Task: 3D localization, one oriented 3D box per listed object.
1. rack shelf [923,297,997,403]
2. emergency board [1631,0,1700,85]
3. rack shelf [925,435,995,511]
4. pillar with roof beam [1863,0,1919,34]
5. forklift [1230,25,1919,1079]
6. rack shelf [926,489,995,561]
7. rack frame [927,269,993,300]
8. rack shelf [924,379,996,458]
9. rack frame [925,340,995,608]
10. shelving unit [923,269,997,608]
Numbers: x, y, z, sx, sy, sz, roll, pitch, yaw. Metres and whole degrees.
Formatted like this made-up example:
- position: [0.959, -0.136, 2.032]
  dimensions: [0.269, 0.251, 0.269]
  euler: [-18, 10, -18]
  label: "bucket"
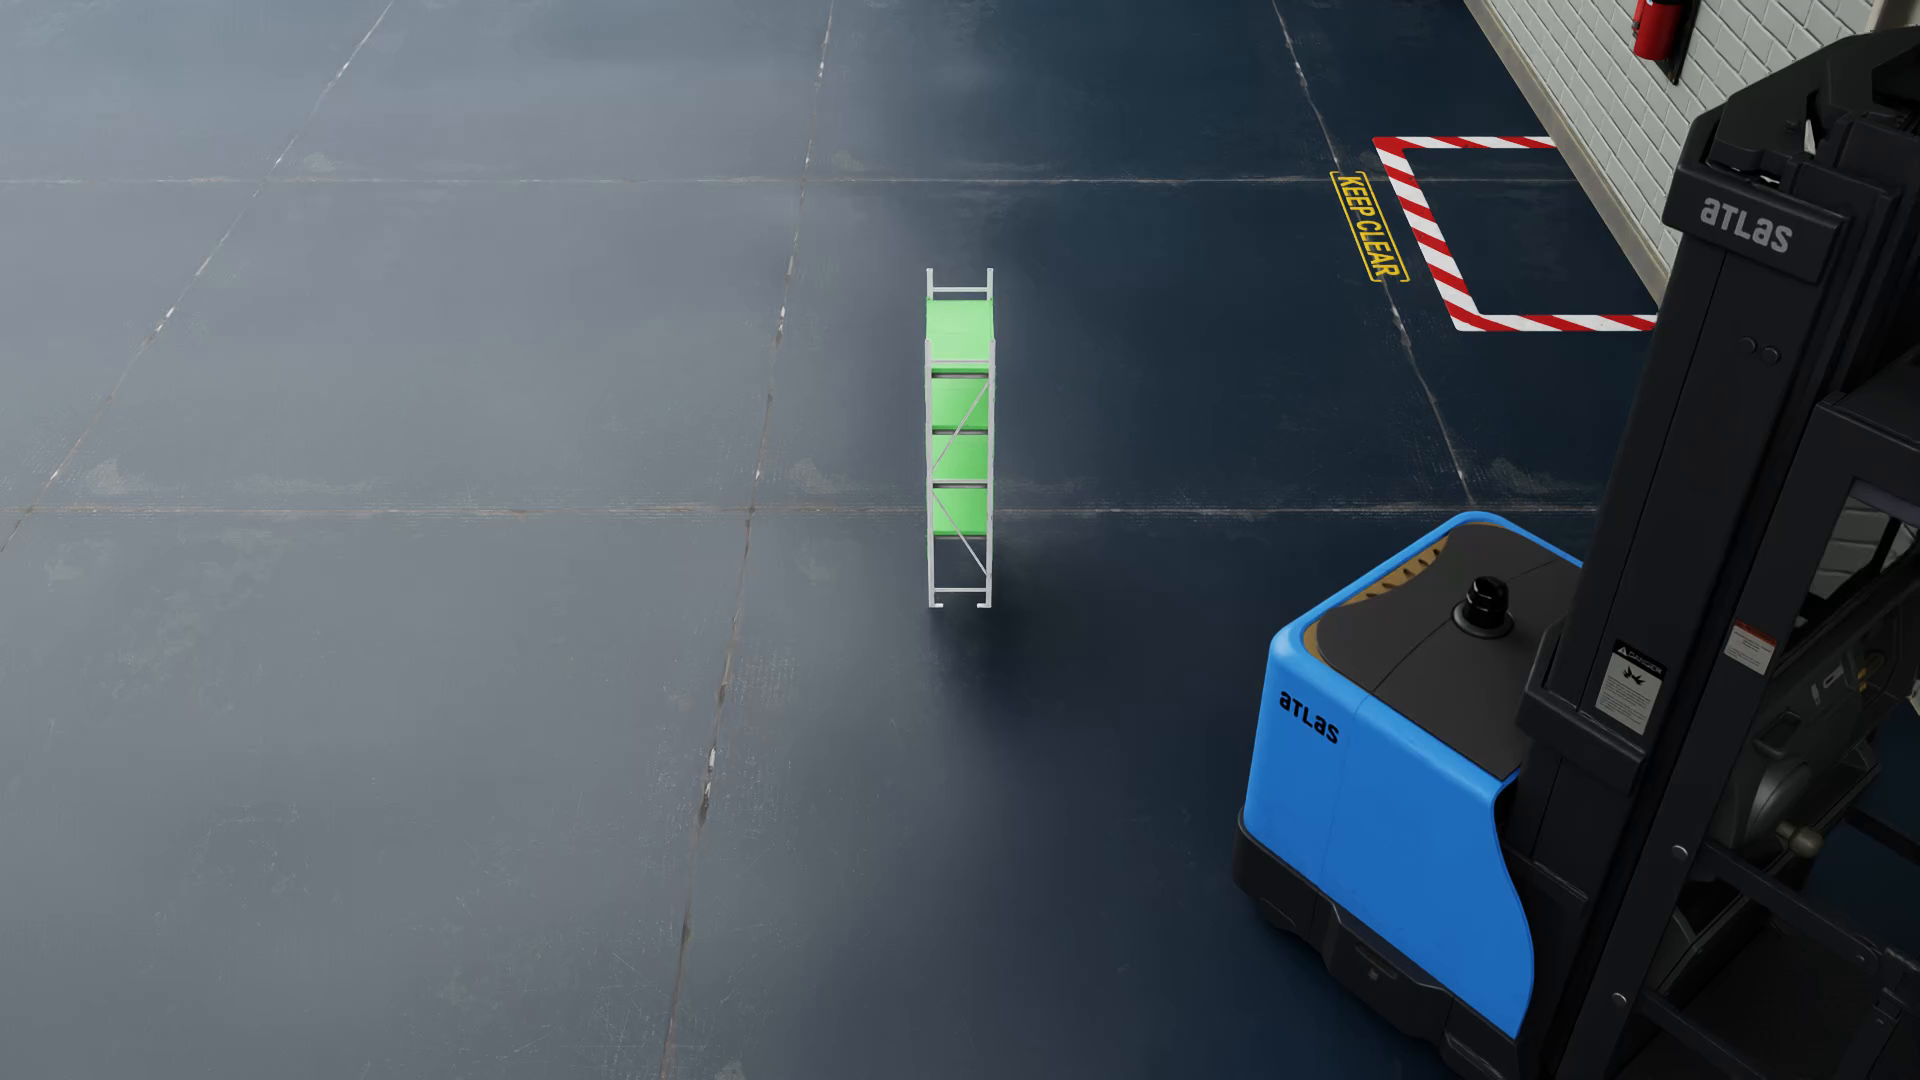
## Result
- position: [0.000, -0.689, 5.985]
  dimensions: [0.258, 0.148, 0.480]
  euler: [0, 39, 0]
  label: "rack shelf"
- position: [3.357, -2.841, 7.897]
  dimensions: [0.194, 1.169, 0.643]
  euler: [0, 39, 0]
  label: "emergency board"
- position: [0.000, -0.315, 6.286]
  dimensions: [0.258, 0.148, 0.480]
  euler: [0, 39, 0]
  label: "rack shelf"
- position: [-0.984, -3.634, 4.089]
  dimensions: [9.100, 9.000, 0.400]
  euler: [0, 39, 0]
  label: "pillar with roof beam"
- position: [2.199, 0.476, 3.813]
  dimensions: [1.130, 2.935, 3.031]
  euler: [-28, 46, -30]
  label: "forklift"
- position: [0.000, -0.128, 6.436]
  dimensions: [0.258, 0.148, 0.480]
  euler: [0, 39, 0]
  label: "rack shelf"
- position: [0.000, -0.517, 6.436]
  dimensions: [0.240, 1.200, 0.015]
  euler: [0, 39, 0]
  label: "rack frame"
- position: [0.000, -0.502, 6.135]
  dimensions: [0.258, 0.148, 0.480]
  euler: [0, 39, 0]
  label: "rack shelf"
- position: [0.000, -0.212, 6.055]
  dimensions: [0.240, 1.200, 0.015]
  euler: [0, 39, 0]
  label: "rack frame"
- position: [0.000, -0.365, 6.246]
  dimensions: [0.258, 1.200, 0.503]
  euler: [0, 39, 0]
  label: "shelving unit"
